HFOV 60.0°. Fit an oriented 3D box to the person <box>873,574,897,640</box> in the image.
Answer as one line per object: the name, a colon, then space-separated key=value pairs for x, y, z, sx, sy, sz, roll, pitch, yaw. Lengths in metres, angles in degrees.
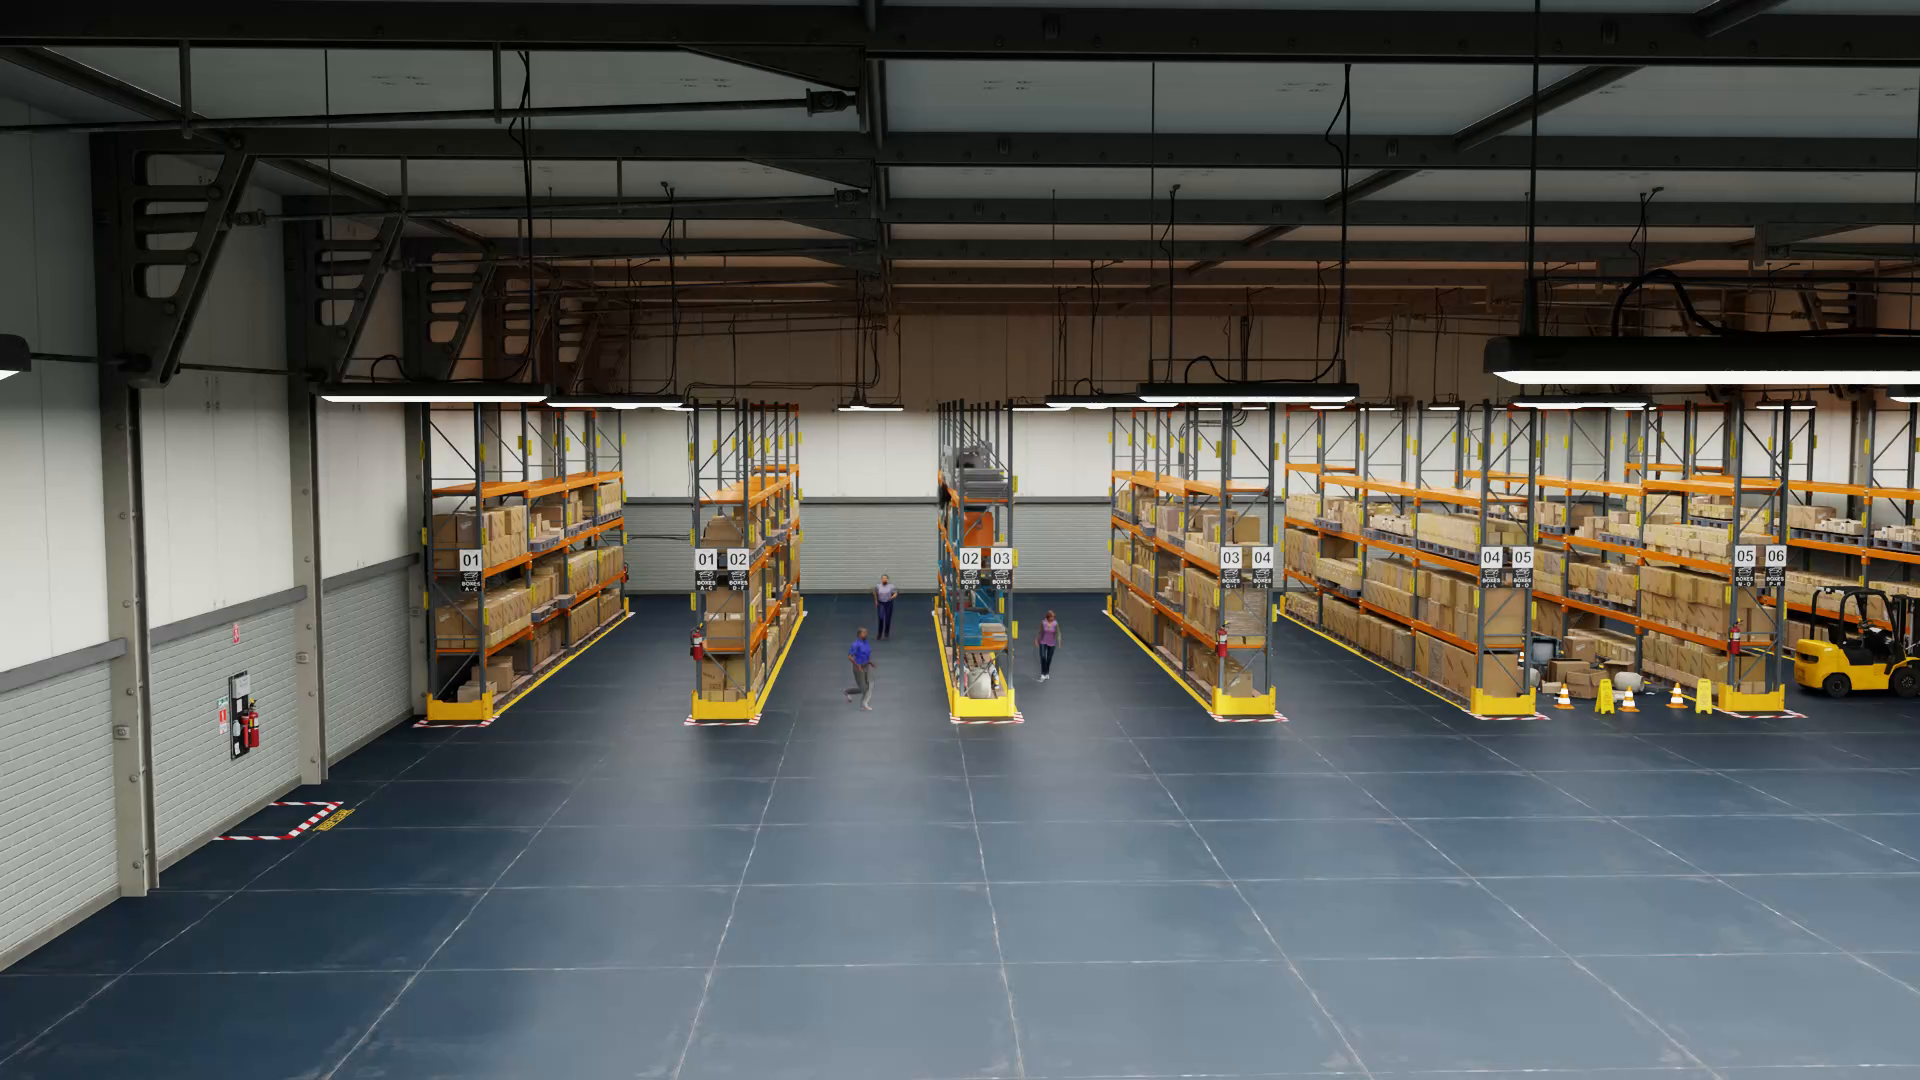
person: x=-1.890 y=1.708 z=42.259 sx=0.602 sy=1.683 sz=0.699 roll=0 pitch=4 yaw=-5

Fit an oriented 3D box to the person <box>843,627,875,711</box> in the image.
person: x=-1.944 y=2.492 z=32.180 sx=0.653 sy=1.596 sz=0.587 roll=3 pitch=6 yaw=38

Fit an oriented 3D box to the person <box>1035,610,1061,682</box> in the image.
person: x=1.890 y=2.247 z=35.682 sx=0.522 sy=1.533 sz=0.736 roll=-1 pitch=4 yaw=-8
